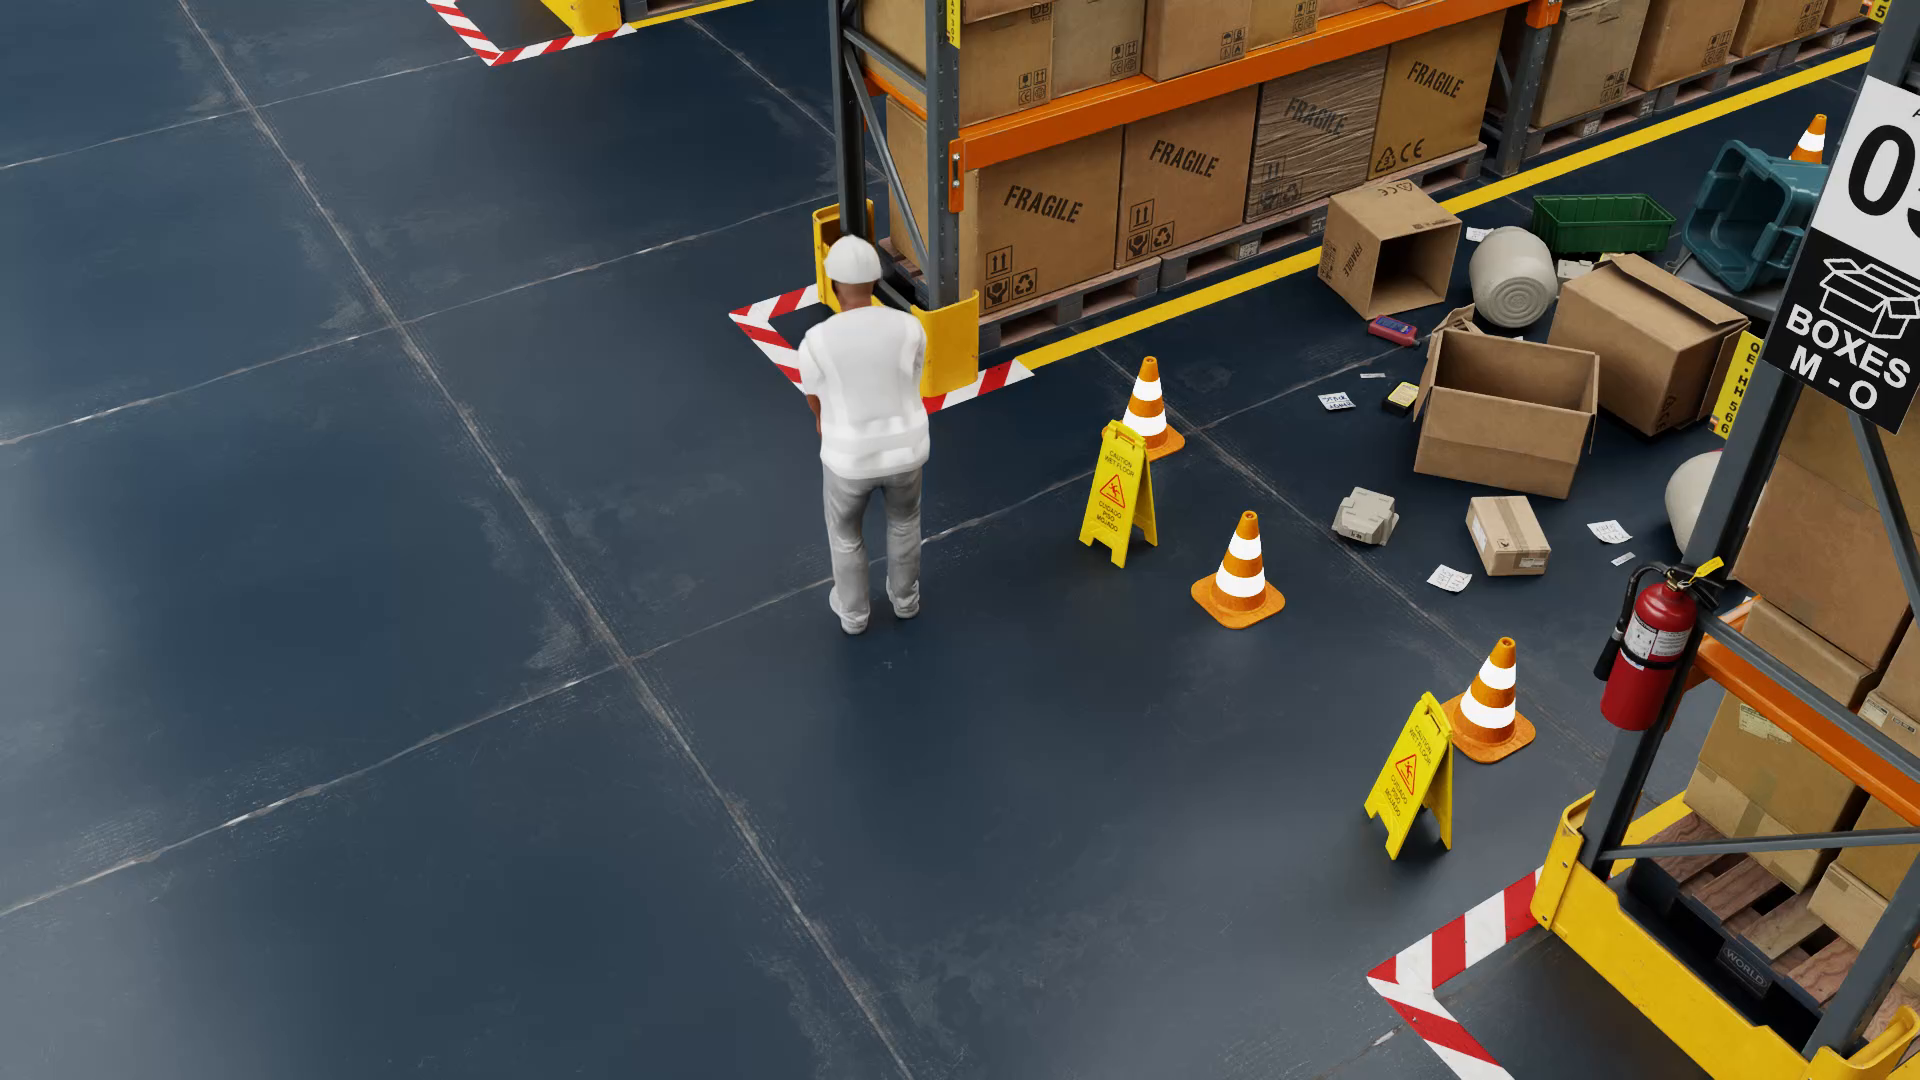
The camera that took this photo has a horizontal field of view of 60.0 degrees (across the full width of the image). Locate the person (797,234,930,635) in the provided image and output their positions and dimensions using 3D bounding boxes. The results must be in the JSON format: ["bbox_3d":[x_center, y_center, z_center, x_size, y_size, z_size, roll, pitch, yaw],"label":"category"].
[{"bbox_3d":[-0.379,-0.411,6.644,0.501,1.733,0.609,-10,42,-11],"label":"person"}]
